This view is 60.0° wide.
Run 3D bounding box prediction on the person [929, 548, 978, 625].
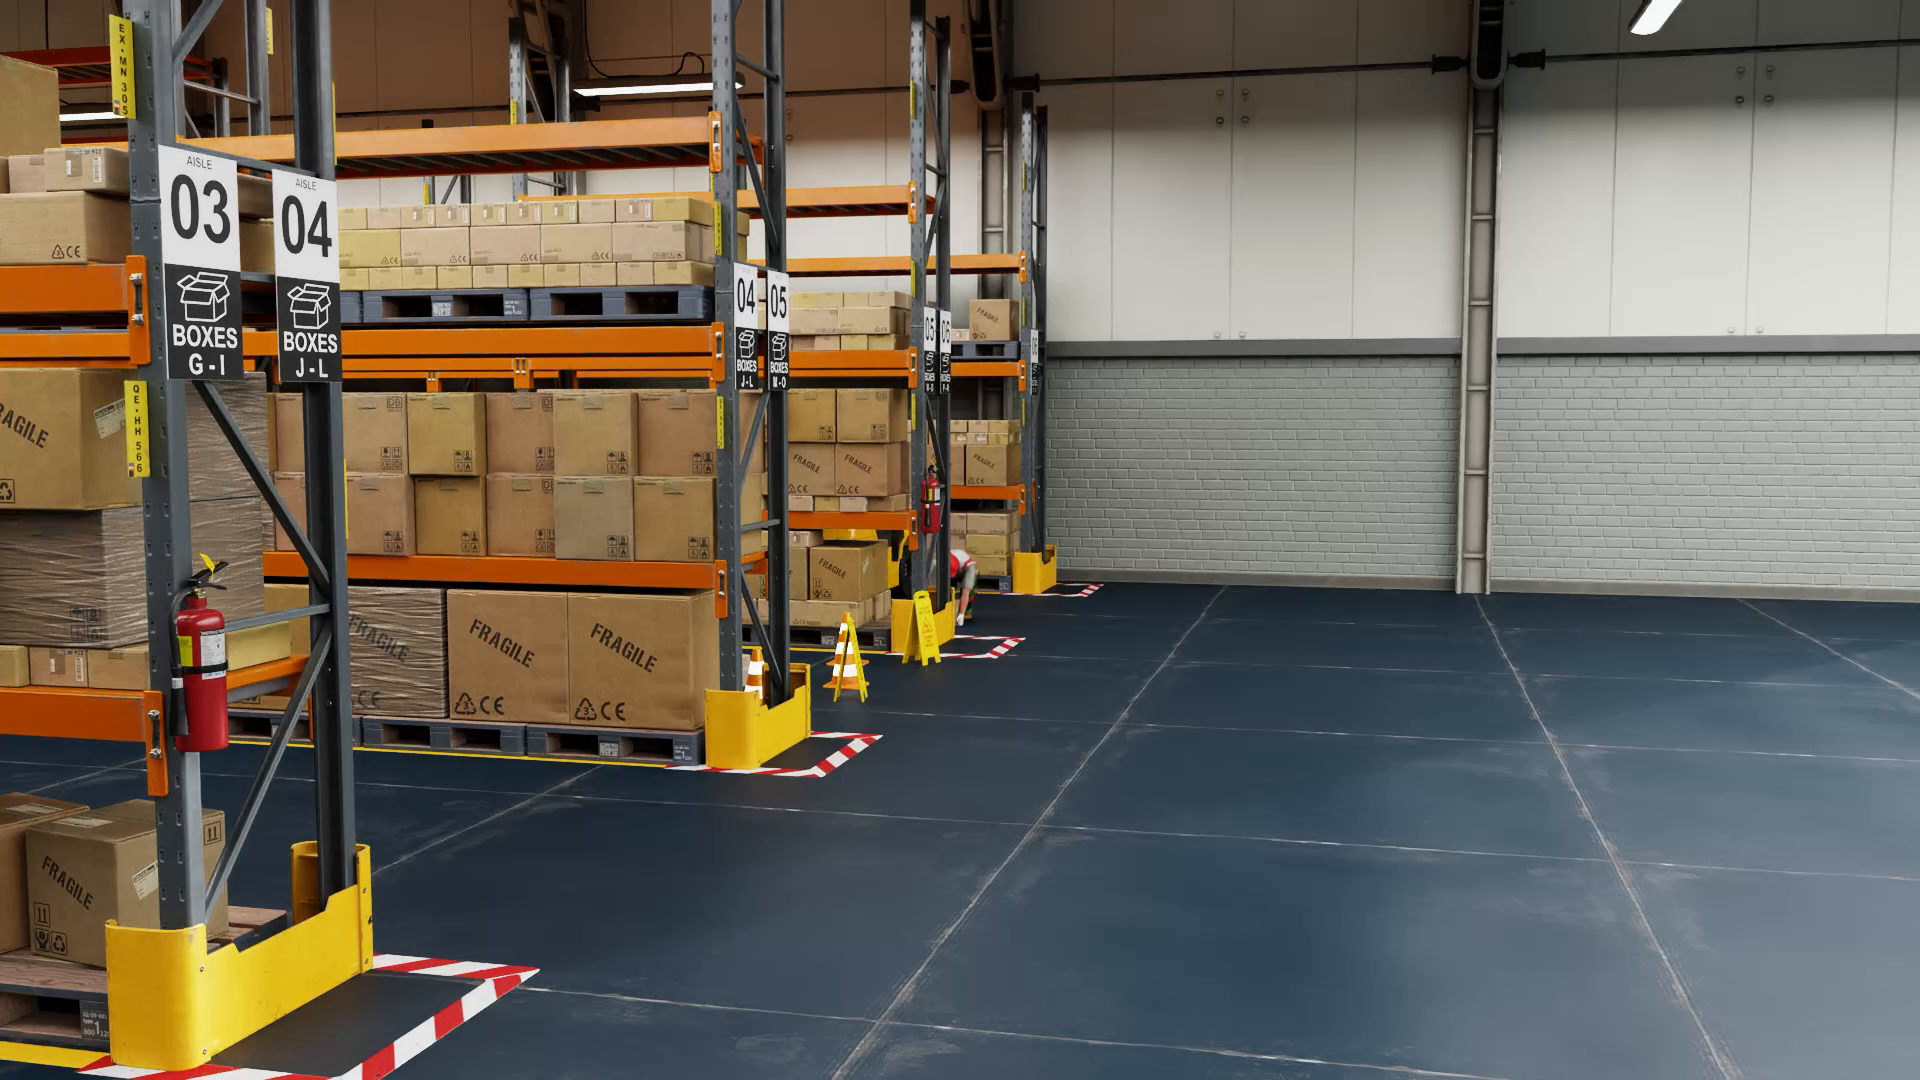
[{"bbox_3d":[-0.067,0.489,17.725,0.520,0.798,0.959,1,5,12],"label":"person"}]
